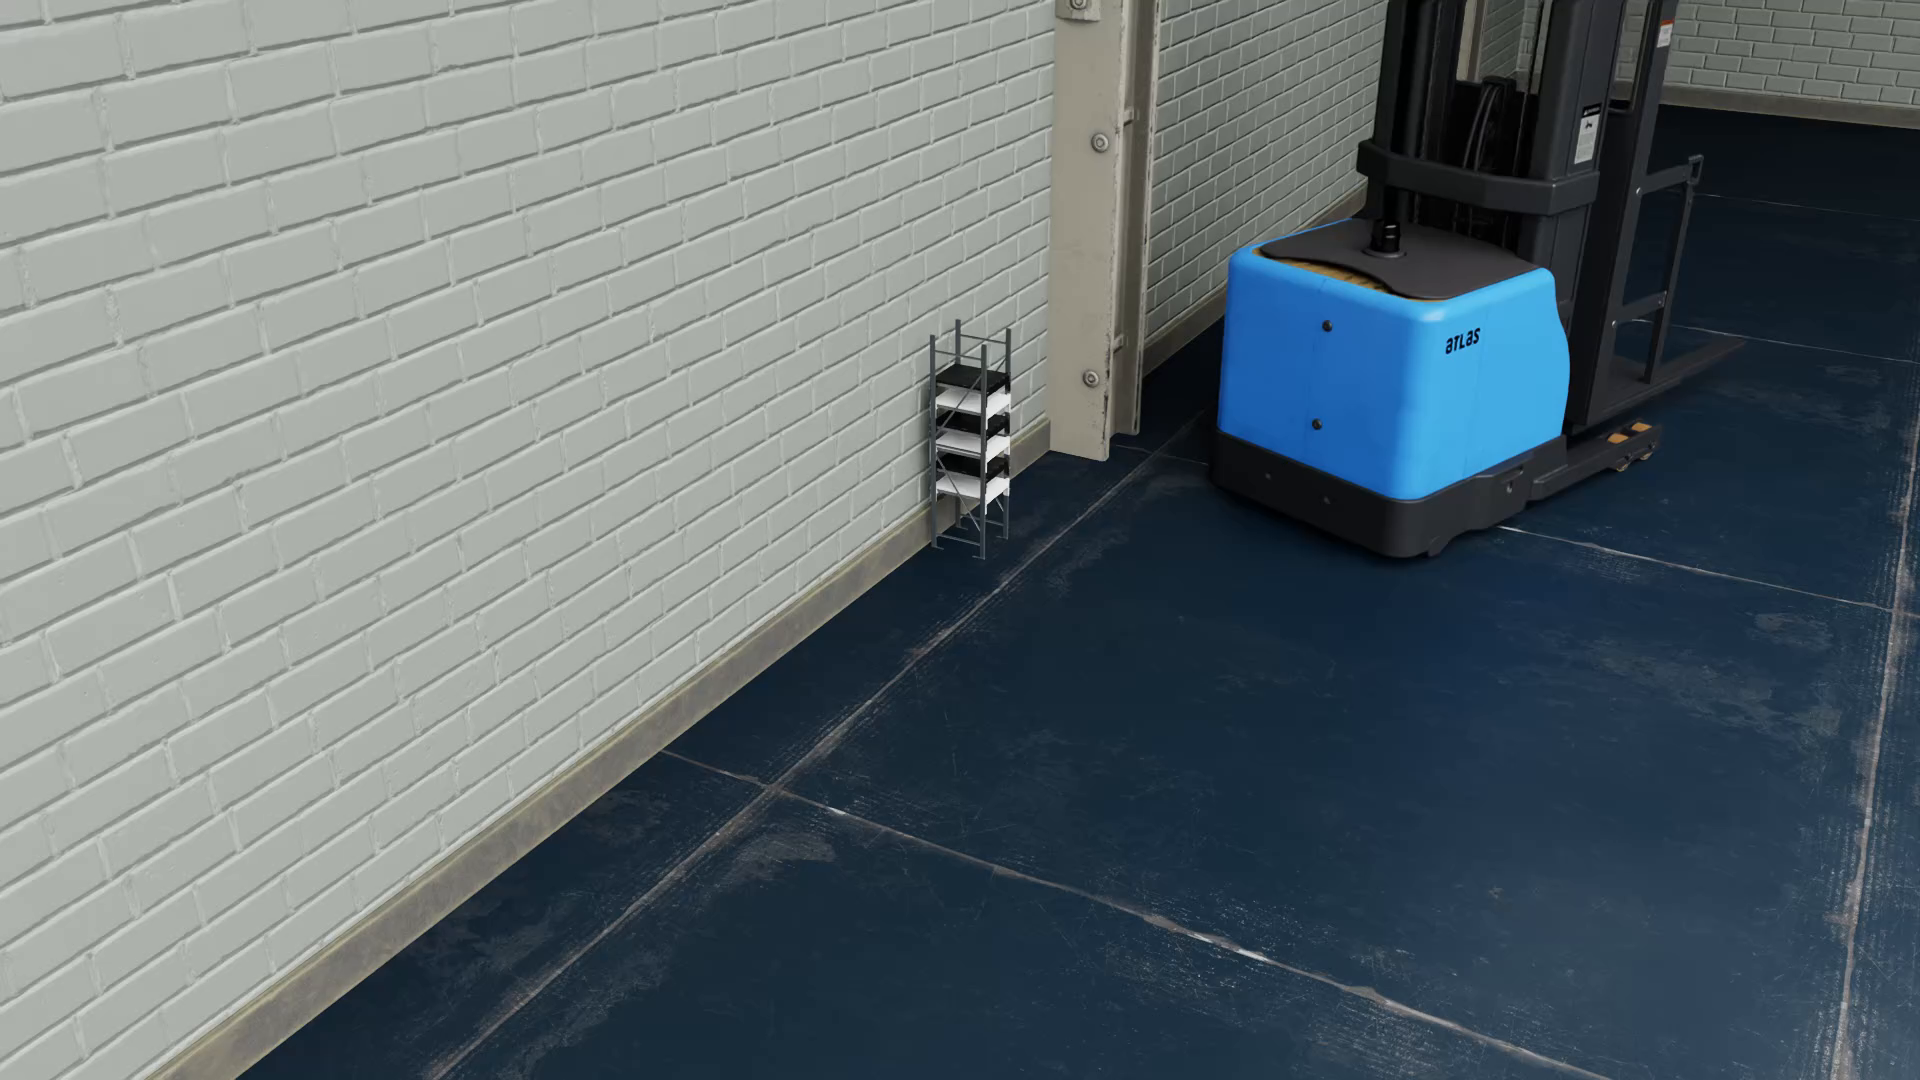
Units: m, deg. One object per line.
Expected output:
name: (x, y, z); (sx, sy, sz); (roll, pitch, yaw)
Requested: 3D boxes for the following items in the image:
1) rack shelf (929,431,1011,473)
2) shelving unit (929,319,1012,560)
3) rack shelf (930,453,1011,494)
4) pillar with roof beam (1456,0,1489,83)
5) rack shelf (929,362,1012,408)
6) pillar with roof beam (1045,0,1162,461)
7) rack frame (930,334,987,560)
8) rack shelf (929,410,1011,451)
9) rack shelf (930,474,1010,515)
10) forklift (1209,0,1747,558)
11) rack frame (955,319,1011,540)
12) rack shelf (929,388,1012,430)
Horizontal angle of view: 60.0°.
rack shelf: (0.041, -0.360, 6.537); (0.258, 0.077, 0.200); (14, 30, 25)
shelving unit: (0.041, -0.390, 6.523); (0.258, 0.900, 0.210); (14, 30, 25)
rack shelf: (0.040, -0.279, 6.578); (0.258, 0.077, 0.200); (14, 30, 25)
pillar with roof beam: (7.308, -5.877, 8.438); (9.100, 9.000, 0.400); (14, 30, 26)
rack shelf: (0.041, -0.601, 6.416); (0.258, 0.077, 0.200); (14, 30, 25)
pillar with roof beam: (4.357, -3.539, 3.767); (9.100, 9.000, 0.400); (14, 30, 26)
rack frame: (-0.008, -0.350, 6.442); (0.240, 0.900, 0.006); (14, 30, 25)
rack shelf: (0.041, -0.440, 6.497); (0.258, 0.077, 0.200); (14, 30, 25)
rack shelf: (0.040, -0.199, 6.618); (0.258, 0.077, 0.200); (14, 30, 25)
forklift: (2.519, -1.774, 7.020); (3.031, 2.935, 1.130); (-21, 33, -35)
rack frame: (0.089, -0.430, 6.603); (0.240, 0.900, 0.006); (14, 30, 25)
rack shelf: (0.041, -0.521, 6.457); (0.258, 0.077, 0.200); (14, 30, 25)
